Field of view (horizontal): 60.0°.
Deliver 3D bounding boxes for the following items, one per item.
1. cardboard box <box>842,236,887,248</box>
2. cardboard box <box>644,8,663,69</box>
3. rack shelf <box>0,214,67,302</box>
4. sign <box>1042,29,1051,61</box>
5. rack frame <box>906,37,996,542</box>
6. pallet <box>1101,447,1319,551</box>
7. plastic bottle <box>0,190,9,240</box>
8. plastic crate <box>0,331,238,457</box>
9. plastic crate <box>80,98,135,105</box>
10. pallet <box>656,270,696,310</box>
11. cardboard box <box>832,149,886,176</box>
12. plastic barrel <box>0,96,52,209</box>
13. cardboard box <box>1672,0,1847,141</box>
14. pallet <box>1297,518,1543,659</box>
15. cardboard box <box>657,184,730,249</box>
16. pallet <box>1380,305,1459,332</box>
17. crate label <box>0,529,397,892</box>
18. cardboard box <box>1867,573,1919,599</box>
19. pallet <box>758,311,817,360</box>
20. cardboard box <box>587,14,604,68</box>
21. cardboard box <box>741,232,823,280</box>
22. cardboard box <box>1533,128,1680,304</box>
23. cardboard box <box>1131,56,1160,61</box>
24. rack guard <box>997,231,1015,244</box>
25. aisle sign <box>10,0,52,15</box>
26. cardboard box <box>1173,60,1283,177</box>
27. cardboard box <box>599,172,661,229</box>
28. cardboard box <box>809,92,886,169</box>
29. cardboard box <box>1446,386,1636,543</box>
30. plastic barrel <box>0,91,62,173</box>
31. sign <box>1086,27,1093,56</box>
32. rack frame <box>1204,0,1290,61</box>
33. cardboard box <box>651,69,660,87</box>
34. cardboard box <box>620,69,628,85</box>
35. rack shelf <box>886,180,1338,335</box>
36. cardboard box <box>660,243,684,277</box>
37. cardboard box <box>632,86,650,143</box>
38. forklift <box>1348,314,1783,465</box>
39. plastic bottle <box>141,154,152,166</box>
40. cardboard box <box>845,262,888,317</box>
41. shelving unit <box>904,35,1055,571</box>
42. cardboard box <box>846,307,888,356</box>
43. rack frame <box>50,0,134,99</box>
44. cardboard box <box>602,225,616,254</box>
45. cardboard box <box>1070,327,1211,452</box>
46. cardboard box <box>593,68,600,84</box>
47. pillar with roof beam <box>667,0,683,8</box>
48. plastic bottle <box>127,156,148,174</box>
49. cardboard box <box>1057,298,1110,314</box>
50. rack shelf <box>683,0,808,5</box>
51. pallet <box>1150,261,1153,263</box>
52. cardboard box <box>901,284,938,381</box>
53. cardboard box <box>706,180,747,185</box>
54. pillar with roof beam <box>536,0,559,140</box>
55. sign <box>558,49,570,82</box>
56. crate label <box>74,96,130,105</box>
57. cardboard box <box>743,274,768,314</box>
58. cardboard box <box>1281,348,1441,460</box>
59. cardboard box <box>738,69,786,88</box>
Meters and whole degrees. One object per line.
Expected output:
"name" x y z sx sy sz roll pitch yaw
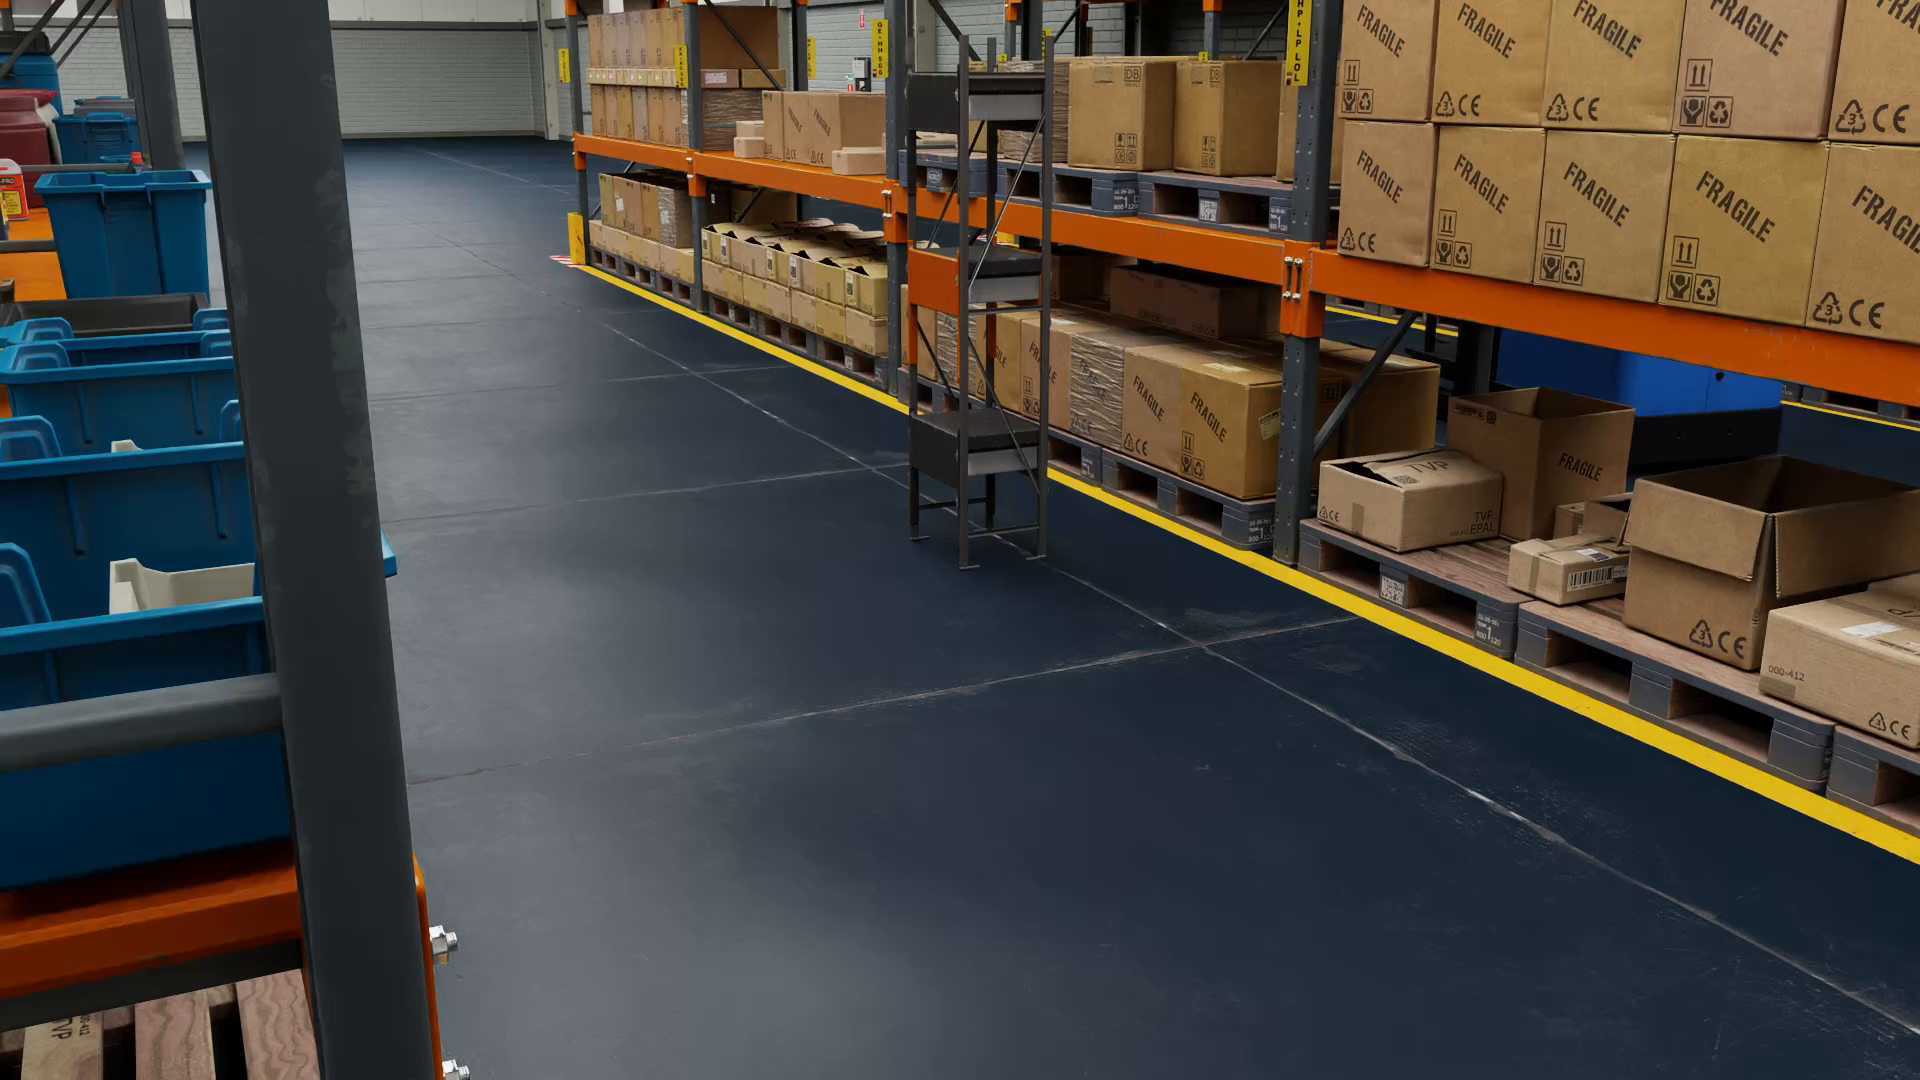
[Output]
"cardboard box" -0.622 -2.093 12.314 0.500 0.311 0.500 -8 18 -26
"cardboard box" -2.365 -4.417 14.671 0.700 0.500 0.500 -8 18 -25
"rack shelf" -3.549 -0.955 6.446 1.077 0.370 4.000 -8 18 -25
"sign" 0.512 -2.981 10.245 0.100 0.325 0.005 -8 18 -25
"rack frame" -0.034 -1.029 7.029 0.400 2.100 0.015 -8 18 -25
"pallet" 1.391 -0.260 7.773 1.003 0.211 1.213 -8 18 -25
"plastic bottle" -3.775 -1.295 6.414 0.144 0.351 0.185 -8 18 -25
"plastic crate" -1.310 -0.189 2.667 0.416 0.233 0.300 -8 18 -25
"plastic crate" -5.691 -2.737 11.233 0.402 0.464 0.583 -8 18 -25
"pallet" -2.034 -2.249 14.703 1.003 0.211 1.213 -8 18 -25
"cardboard box" -0.614 -2.464 10.853 0.380 0.149 0.250 -8 18 -25
"plastic barrel" -4.901 -1.941 8.330 0.600 0.536 0.708 -8 18 -25
"cardboard box" 2.413 -1.397 4.688 0.500 0.500 0.500 -7 17 -23
"pallet" 2.081 0.108 6.492 1.003 0.211 1.213 -8 18 -25
"cardboard box" -2.332 -2.841 14.577 0.500 0.500 0.500 -8 18 -25
"pallet" 4.139 -1.848 13.307 1.003 0.211 1.213 -8 18 -25
"crate label" -0.733 0.137 1.529 0.416 0.233 0.303 -8 18 -25
"cardboard box" 3.112 0.282 5.017 0.500 0.250 0.500 -8 18 -25
"pallet" -0.827 -1.565 12.323 1.003 0.211 1.213 -8 18 -25
"cardboard box" -3.260 -4.920 16.423 0.700 0.500 0.500 -8 18 -25
"cardboard box" -1.324 -2.151 12.514 0.500 0.311 0.500 -8 18 -27
"cardboard box" 2.204 -1.041 5.258 0.500 0.500 0.500 -8 18 -25
"cardboard box" 2.019 -4.487 16.325 0.500 0.500 0.500 -8 18 -25
"rack guard" 1.009 -3.758 19.438 1.175 0.500 0.348 -8 18 -25
"aisle sign" -8.225 -5.013 14.568 0.394 0.787 0.004 -8 18 -25
"cardboard box" 1.416 -1.960 7.701 0.700 0.500 0.500 -5 17 -16
"cardboard box" -3.220 -3.335 16.300 0.500 0.500 0.500 -8 18 -25
"cardboard box" -0.721 -2.857 11.587 0.500 0.500 0.500 -9 18 -28
"cardboard box" 2.286 -0.306 6.613 0.500 0.500 0.500 -8 18 -25
"plastic barrel" -5.635 -2.409 9.959 0.433 0.535 0.433 0 16 0
"sign" 1.483 -5.748 19.172 0.100 0.325 0.005 -8 18 -25
"rack frame" 2.728 -3.986 15.703 1.000 3.000 0.127 -8 18 -25
"cardboard box" -2.480 -4.040 14.535 0.380 0.149 0.250 -8 18 -25
"cardboard box" -2.932 -4.296 15.425 0.380 0.149 0.250 -8 18 -26
"rack shelf" 0.905 -1.553 8.529 1.077 0.370 4.000 -8 18 -25
"cardboard box" -2.333 -2.480 14.680 0.500 0.250 0.500 -8 18 -25
"cardboard box" -2.602 -3.926 15.311 0.700 0.500 0.500 -7 17 -23
"forklift" 3.324 -2.147 9.420 1.130 2.935 3.031 -5 17 -15
"plastic bottle" -3.865 -1.692 7.921 0.061 0.283 0.133 -8 18 -25
"cardboard box" -0.422 -1.645 10.750 0.500 0.311 0.500 -7 17 -23
"shelving unit" 0.072 -0.968 6.818 0.431 2.100 0.503 -8 18 -25
"cardboard box" -0.421 -1.376 10.831 0.500 0.250 0.500 -7 18 -24
"rack frame" -6.178 -2.789 11.531 1.000 3.000 0.127 -8 18 -25
"cardboard box" -3.219 -2.975 16.404 0.500 0.250 0.500 -8 18 -25
"cardboard box" 0.879 -0.749 8.155 0.500 0.500 0.500 -7 18 -24
"cardboard box" -3.380 -4.550 16.310 0.380 0.149 0.250 -8 18 -26
"pillar with roof beam" -9.696 -11.736 31.831 9.100 9.000 0.400 -8 18 -25
"plastic bottle" -3.193 -1.318 6.494 0.144 0.351 0.185 -8 18 -25
"cardboard box" 0.876 -1.073 9.285 0.500 0.500 0.500 -8 18 -27
"rack shelf" -0.847 -3.987 11.571 1.077 0.370 4.000 -8 18 -25
"pallet" 1.863 -3.111 17.709 1.003 0.211 1.213 -8 18 -25
"cardboard box" -0.029 -1.257 9.928 0.500 0.500 0.500 -7 17 -23
"cardboard box" -2.084 -3.028 15.228 0.500 0.500 0.500 -8 18 -25
"pillar with roof beam" -14.953 -14.711 42.200 9.100 9.000 0.400 -8 18 -25
"sign" -3.978 -4.767 16.711 0.100 0.325 0.005 -8 18 -25
"crate label" -6.881 -3.374 13.506 0.502 0.435 0.616 -8 18 -25
"cardboard box" -1.318 -1.882 12.594 0.500 0.250 0.500 -8 18 -27
"cardboard box" 1.788 -0.562 7.506 0.500 0.500 0.500 -9 18 -27
"cardboard box" -1.667 -3.836 13.824 0.380 0.149 0.250 -8 18 -25
